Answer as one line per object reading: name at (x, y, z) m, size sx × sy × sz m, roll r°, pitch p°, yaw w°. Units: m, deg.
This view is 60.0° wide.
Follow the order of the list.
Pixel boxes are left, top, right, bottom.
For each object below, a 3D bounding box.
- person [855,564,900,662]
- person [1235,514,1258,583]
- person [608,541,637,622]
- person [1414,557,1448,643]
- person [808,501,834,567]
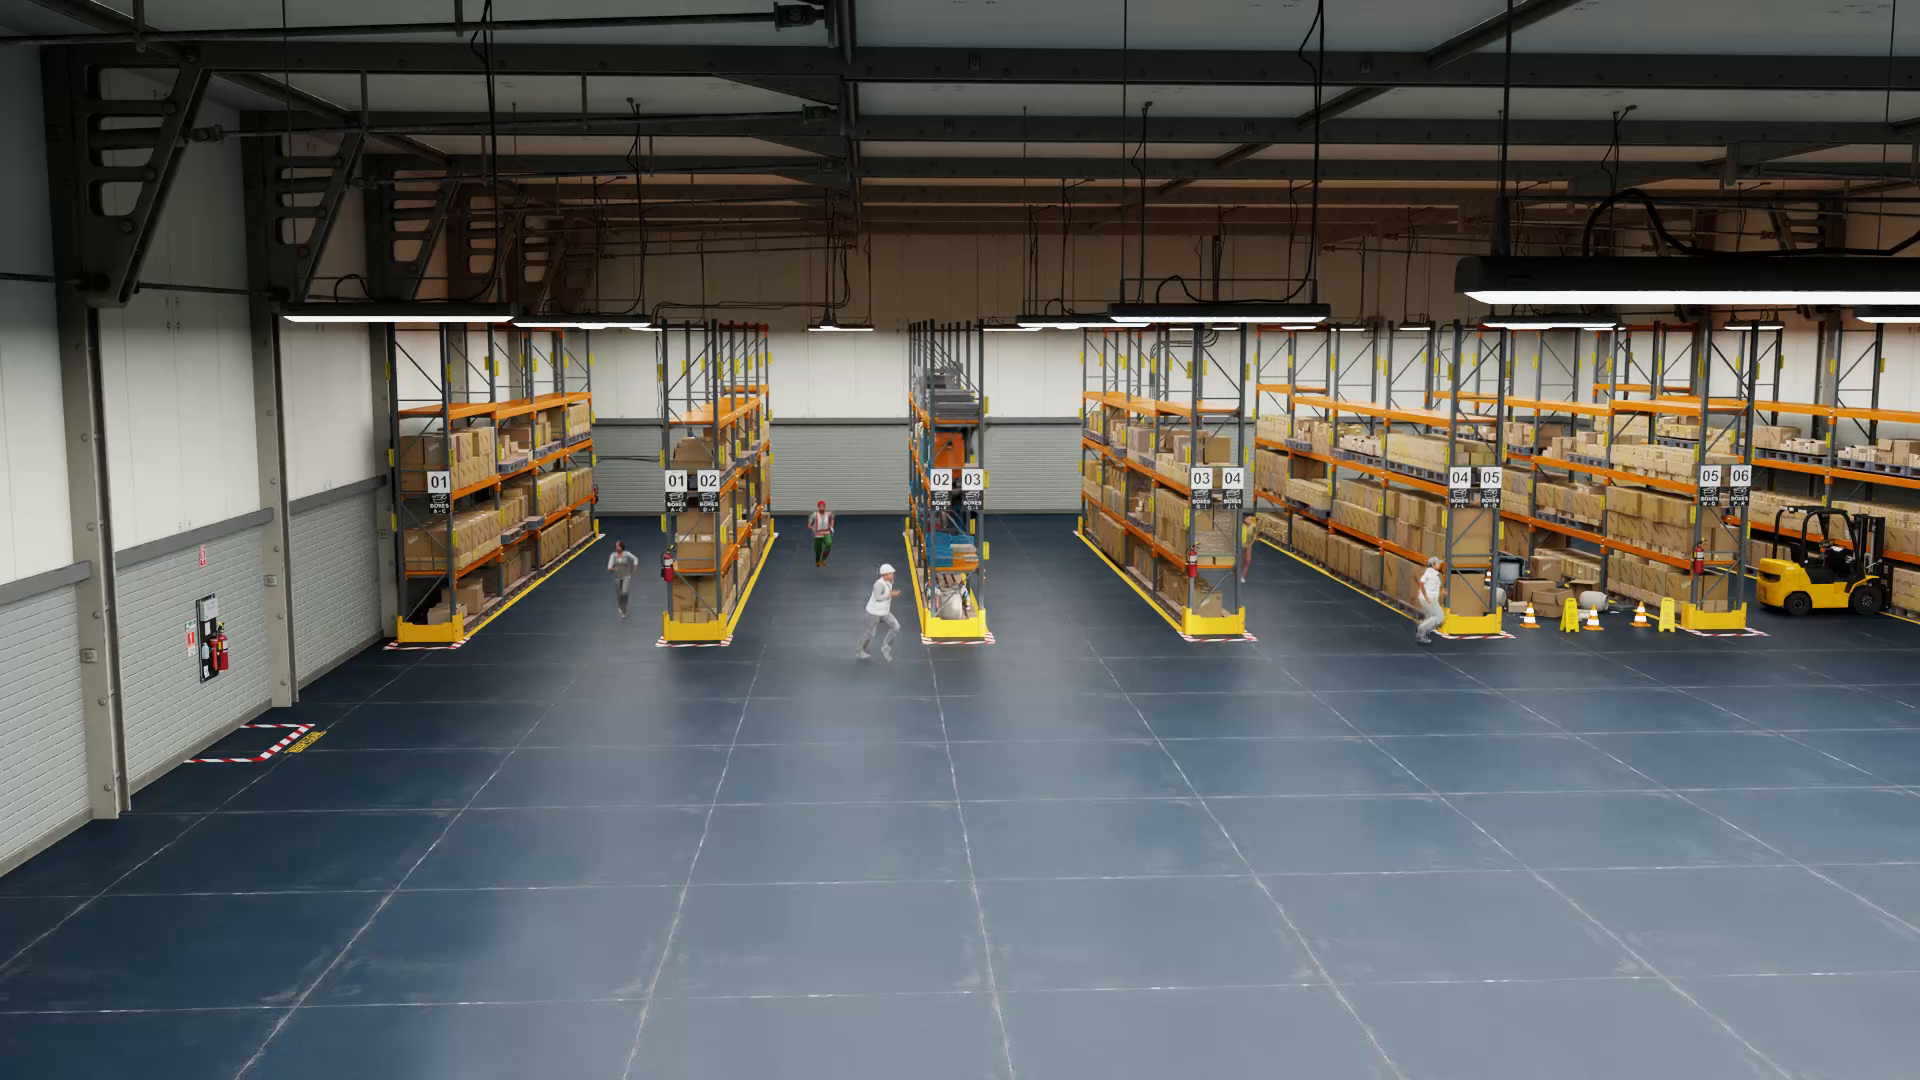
person at (-1.427, 1.274, 29.054) m, size 0.915 × 1.741 × 0.644 m, roll 4°, pitch 8°, yaw 27°
person at (6.619, 0.168, 38.788) m, size 0.578 × 1.611 × 0.805 m, roll -2°, pitch 7°, yaw -12°
person at (-6.778, 0.809, 33.419) m, size 0.543 × 1.614 × 0.828 m, roll 0°, pitch 7°, yaw 1°
person at (8.776, 1.112, 30.921) m, size 0.570 × 1.613 × 0.596 m, roll 2°, pitch 7°, yaw 16°
person at (-3.307, -0.133, 39.805) m, size 0.662 × 1.646 × 0.964 m, roll -2°, pitch 7°, yaw -13°
